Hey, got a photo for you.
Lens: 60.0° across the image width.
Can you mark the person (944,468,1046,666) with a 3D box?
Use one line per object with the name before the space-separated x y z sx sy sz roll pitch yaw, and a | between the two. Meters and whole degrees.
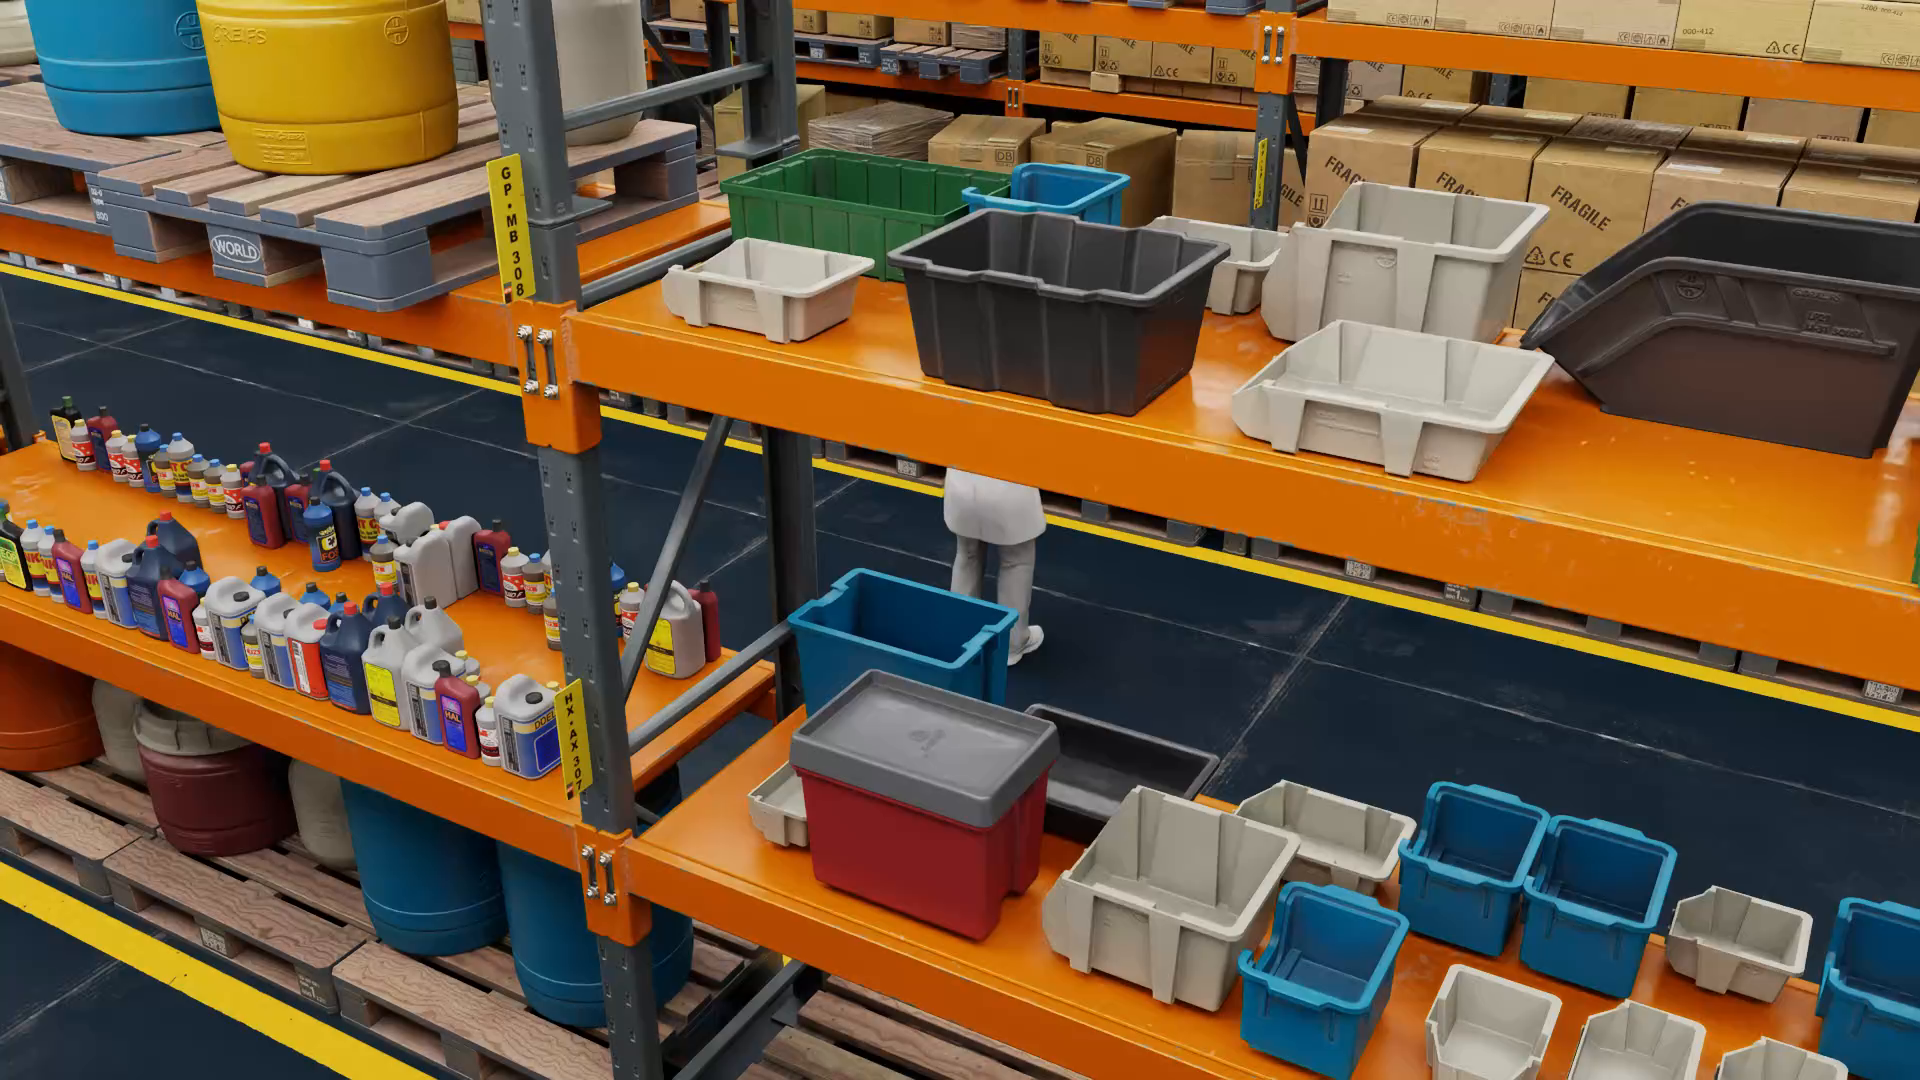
person | 0.189 -0.287 7.721 0.529 1.772 0.553 15 30 27
